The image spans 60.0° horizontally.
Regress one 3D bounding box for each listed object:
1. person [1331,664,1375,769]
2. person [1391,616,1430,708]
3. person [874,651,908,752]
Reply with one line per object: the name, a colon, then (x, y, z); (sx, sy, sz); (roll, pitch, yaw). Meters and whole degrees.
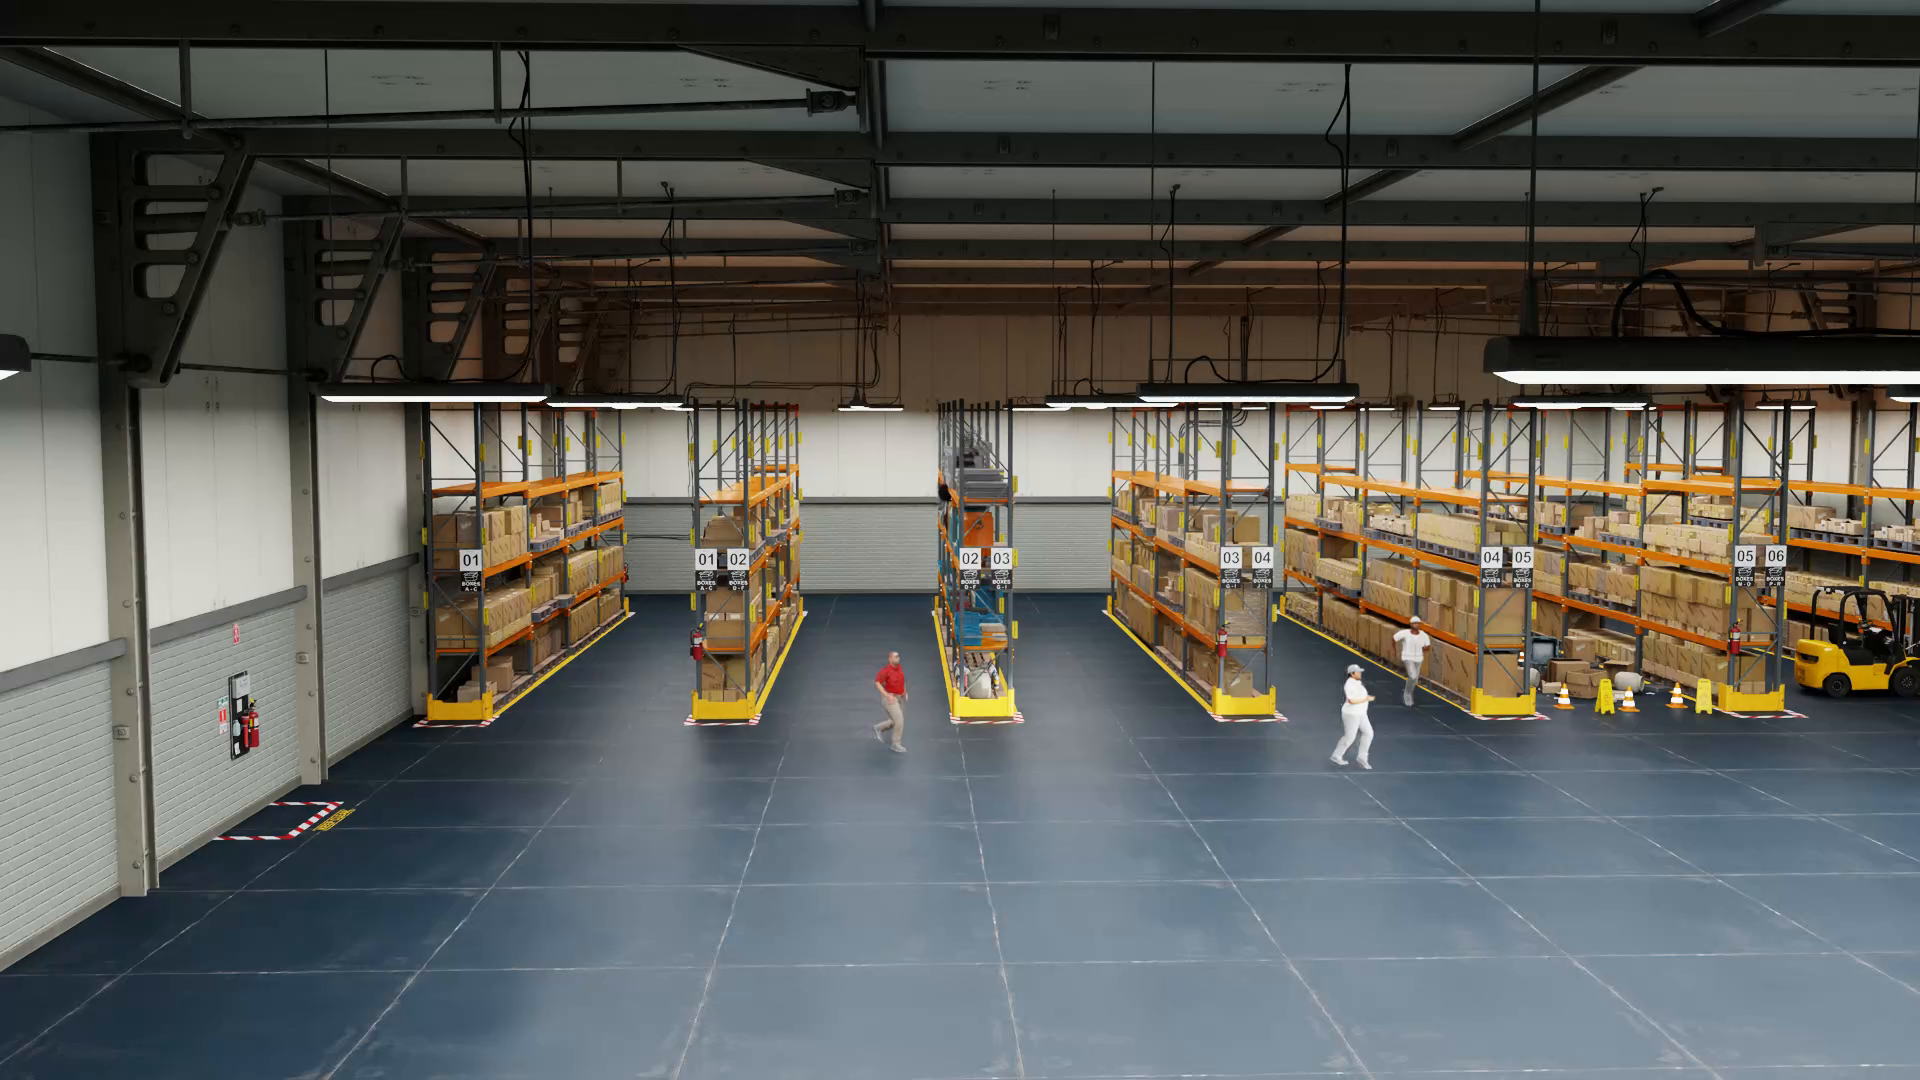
person: (6.358, 2.860, 26.829); (0.708, 1.723, 0.585); (3, 5, 31)
person: (8.870, 2.374, 32.557); (0.679, 1.774, 0.700); (-1, 4, -10)
person: (-1.190, 2.736, 28.369); (0.709, 1.699, 0.684); (3, 5, 30)
